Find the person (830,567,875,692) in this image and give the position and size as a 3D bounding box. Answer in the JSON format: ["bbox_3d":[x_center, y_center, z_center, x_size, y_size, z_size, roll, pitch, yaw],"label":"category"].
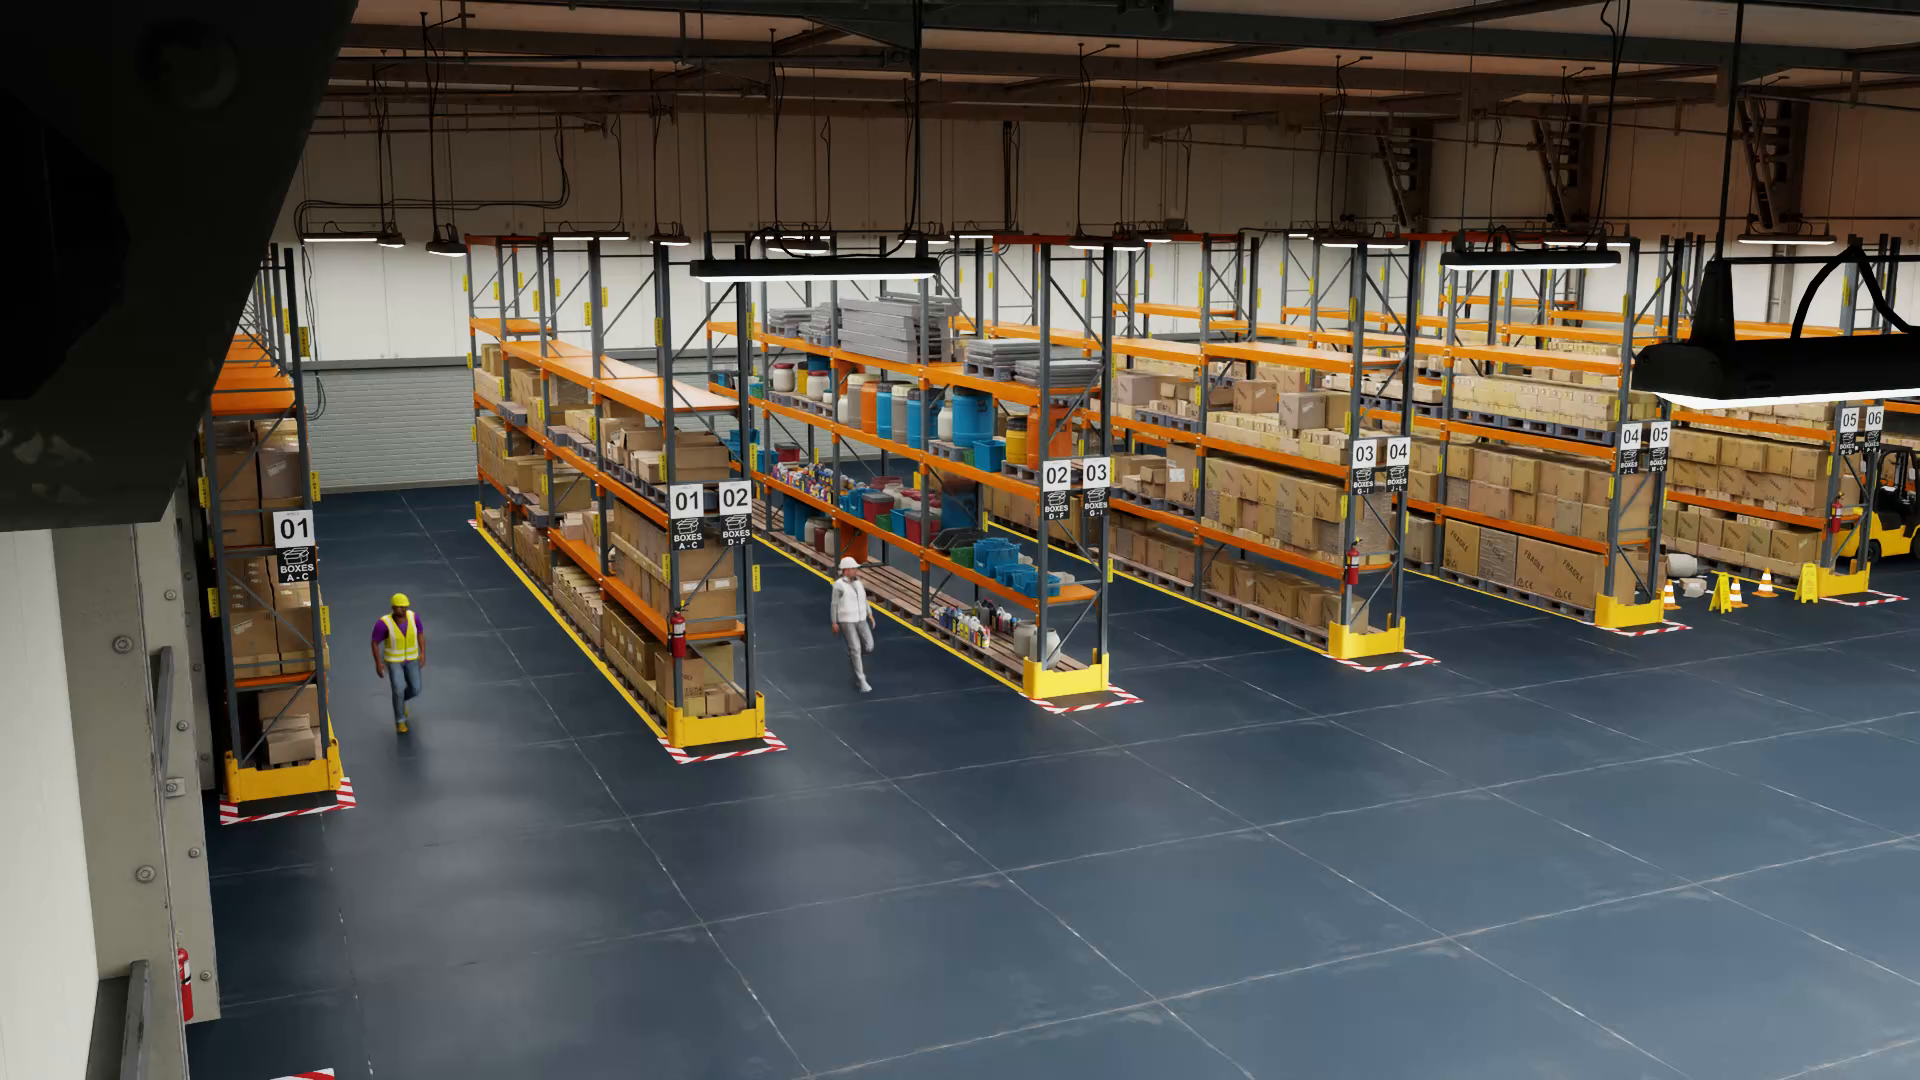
[{"bbox_3d":[-1.380,1.158,22.746,0.755,1.705,0.570,10,15,42],"label":"person"}]

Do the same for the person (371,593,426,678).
[{"bbox_3d":[-6.983,1.172,20.720,0.658,1.040,0.437,-9,14,-40],"label":"person"}]
